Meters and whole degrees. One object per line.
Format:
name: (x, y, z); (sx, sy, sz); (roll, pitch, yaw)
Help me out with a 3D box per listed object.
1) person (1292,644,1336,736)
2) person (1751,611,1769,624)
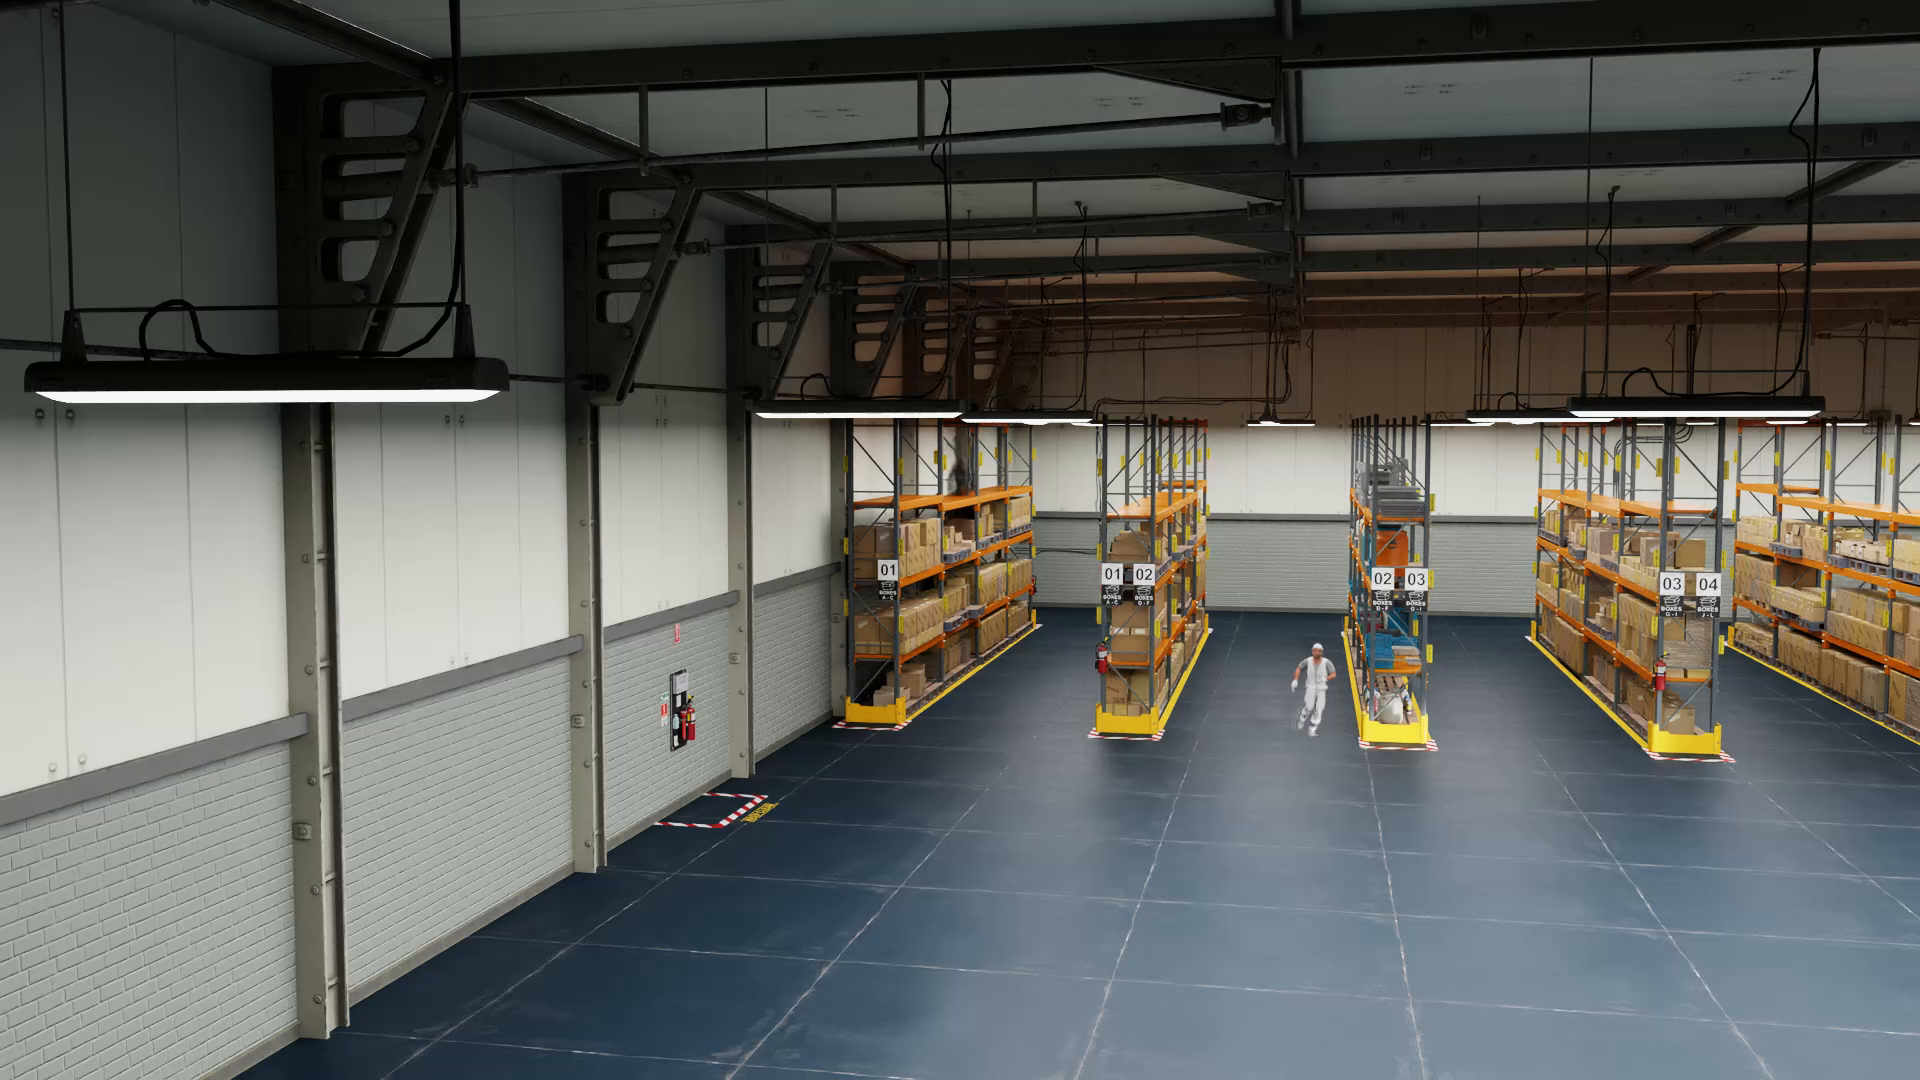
person: (6.620, 2.799, 31.069); (0.785, 1.737, 0.572); (0, 4, 3)
person: (21.807, 1.890, 45.273); (0.891, 1.589, 0.534); (-1, 4, -9)
